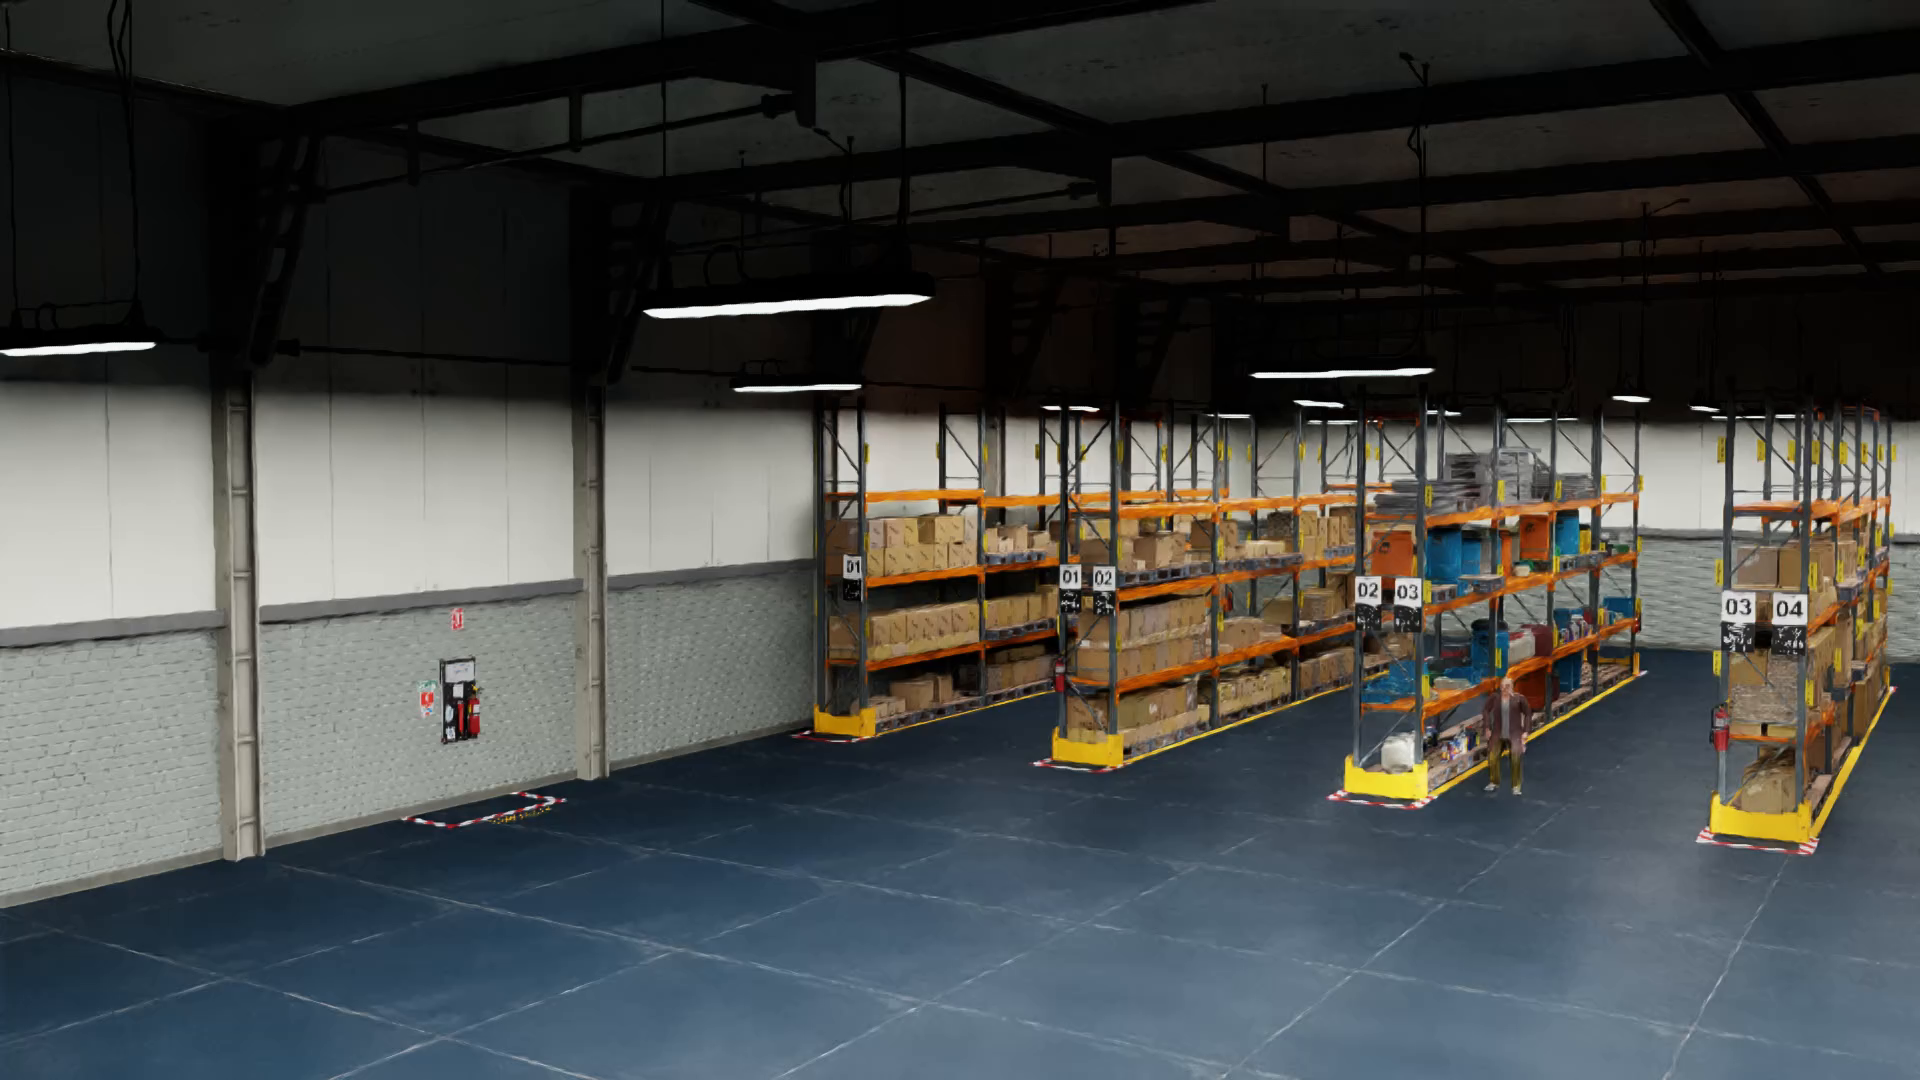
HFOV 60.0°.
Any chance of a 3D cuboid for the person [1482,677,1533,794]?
[{"bbox_3d":[8.028,2.858,24.422,0.729,1.733,0.546,2,3,30],"label":"person"}]
